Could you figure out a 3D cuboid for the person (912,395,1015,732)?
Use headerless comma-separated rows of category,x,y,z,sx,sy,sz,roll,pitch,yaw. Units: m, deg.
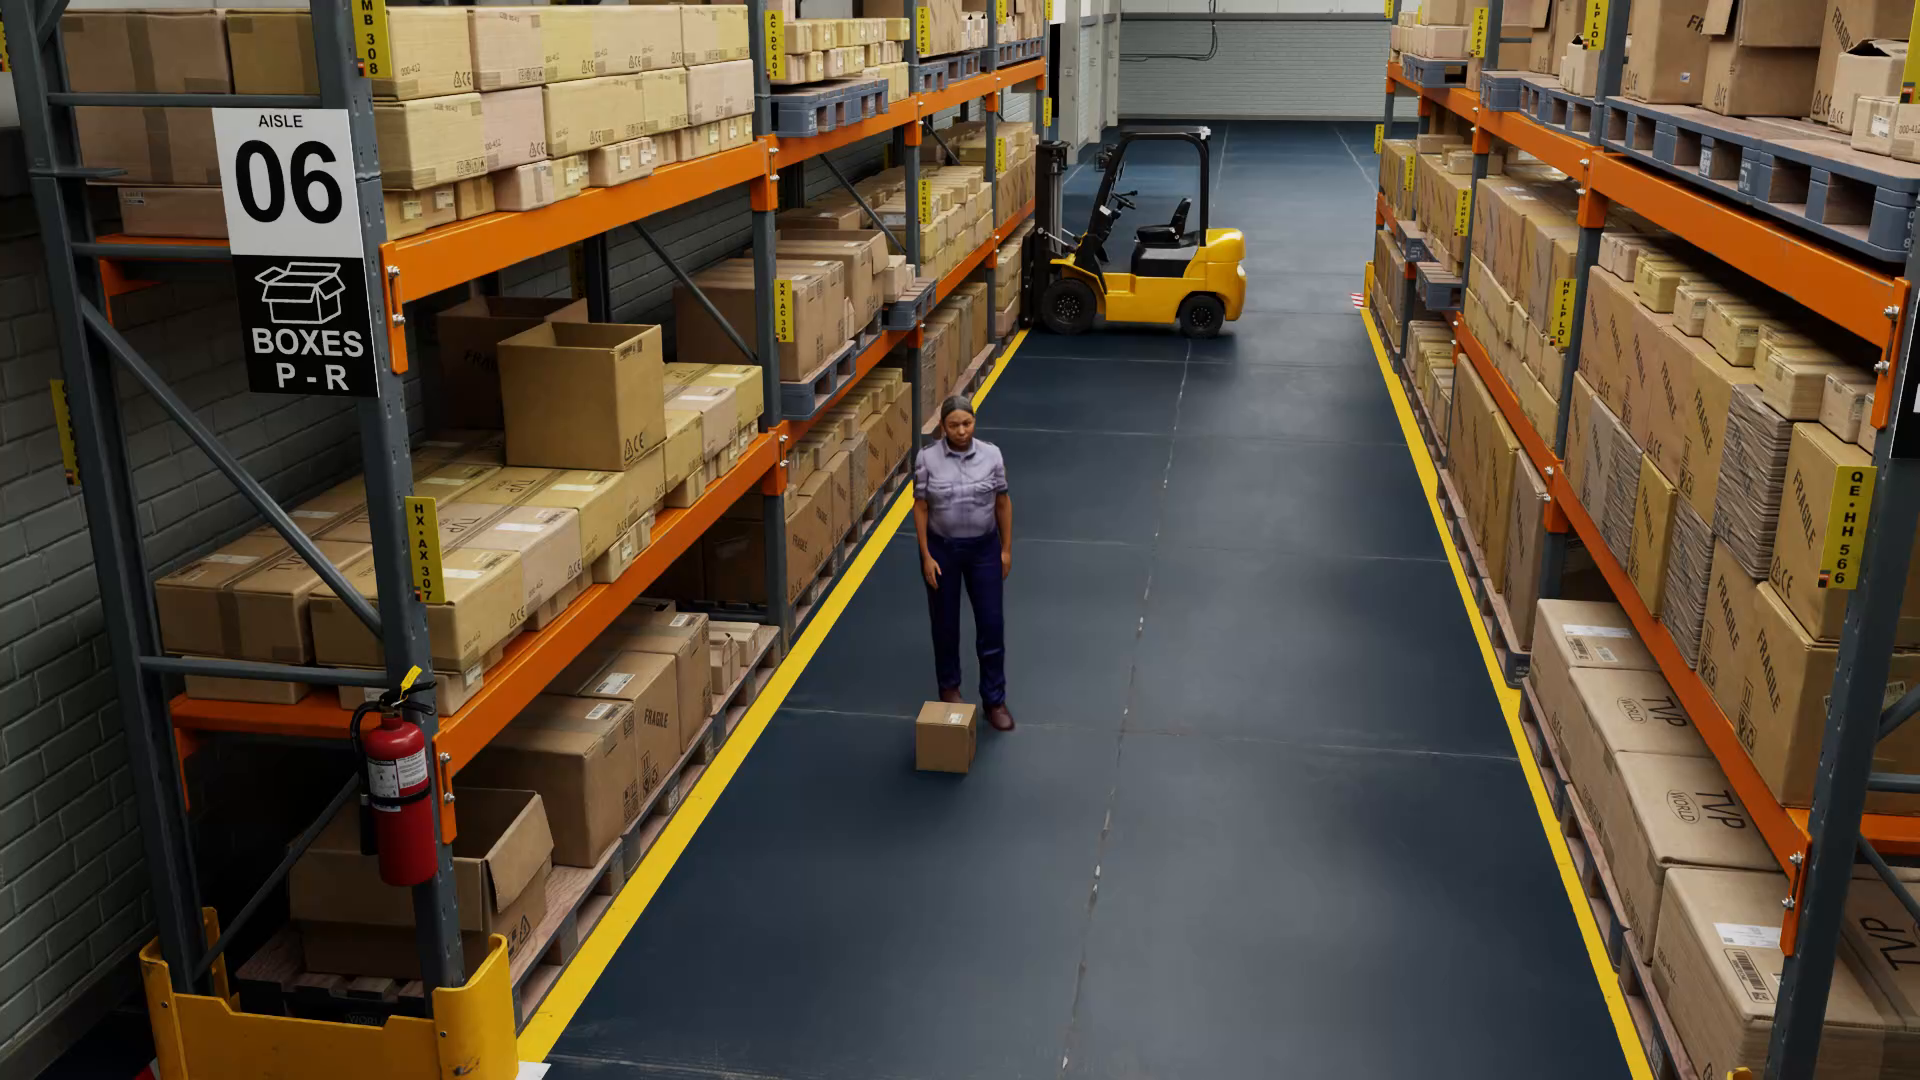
person,0.021,0.113,8.250,0.497,1.661,0.497,-2,18,-6
